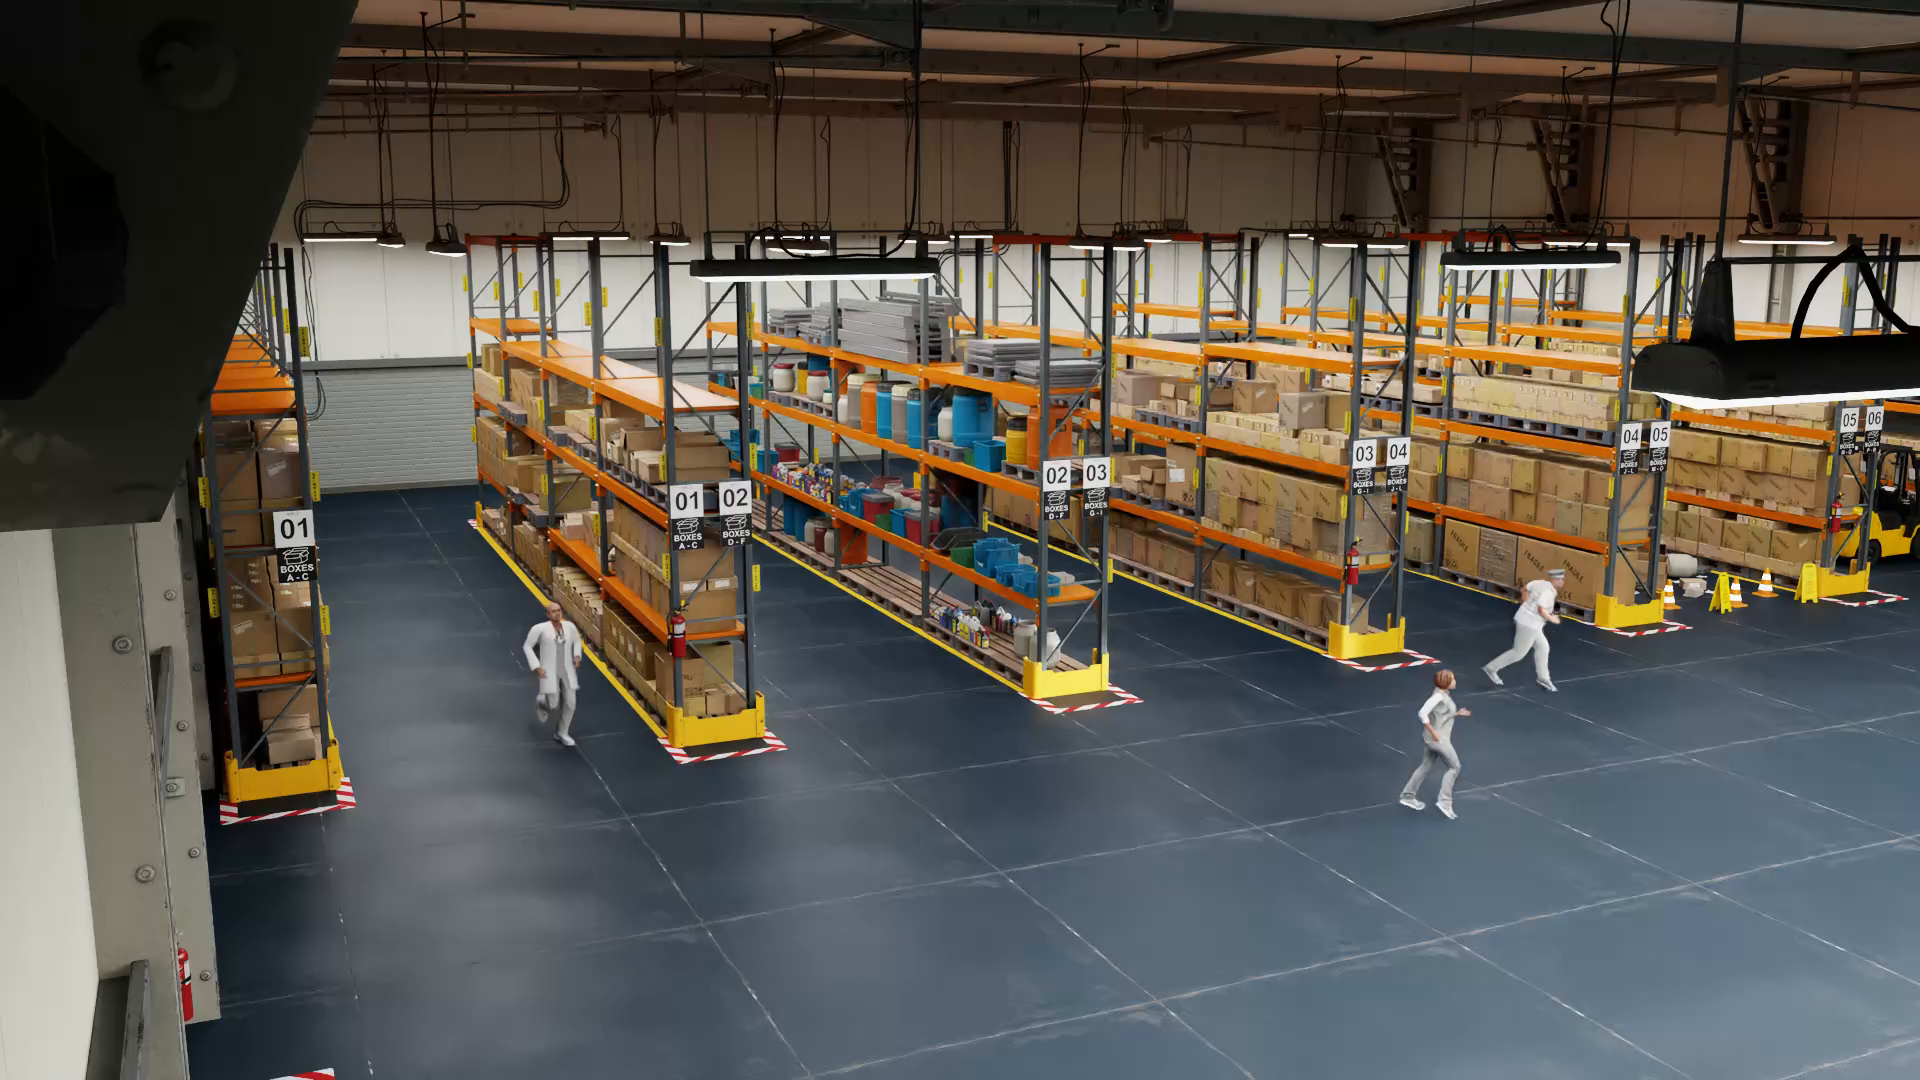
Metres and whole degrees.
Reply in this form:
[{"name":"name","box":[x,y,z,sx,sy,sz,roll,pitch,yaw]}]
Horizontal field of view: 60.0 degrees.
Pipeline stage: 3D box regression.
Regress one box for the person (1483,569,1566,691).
[{"name":"person","box":[7.649,1.222,22.584,1.024,1.719,0.704,1,11,5]}]

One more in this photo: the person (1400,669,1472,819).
[{"name":"person","box":[5.098,2.173,17.799,0.710,1.648,0.507,1,11,7]}]

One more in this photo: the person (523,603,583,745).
[{"name":"person","box":[-4.951,1.609,20.354,0.746,1.737,0.677,-7,13,-33]}]
